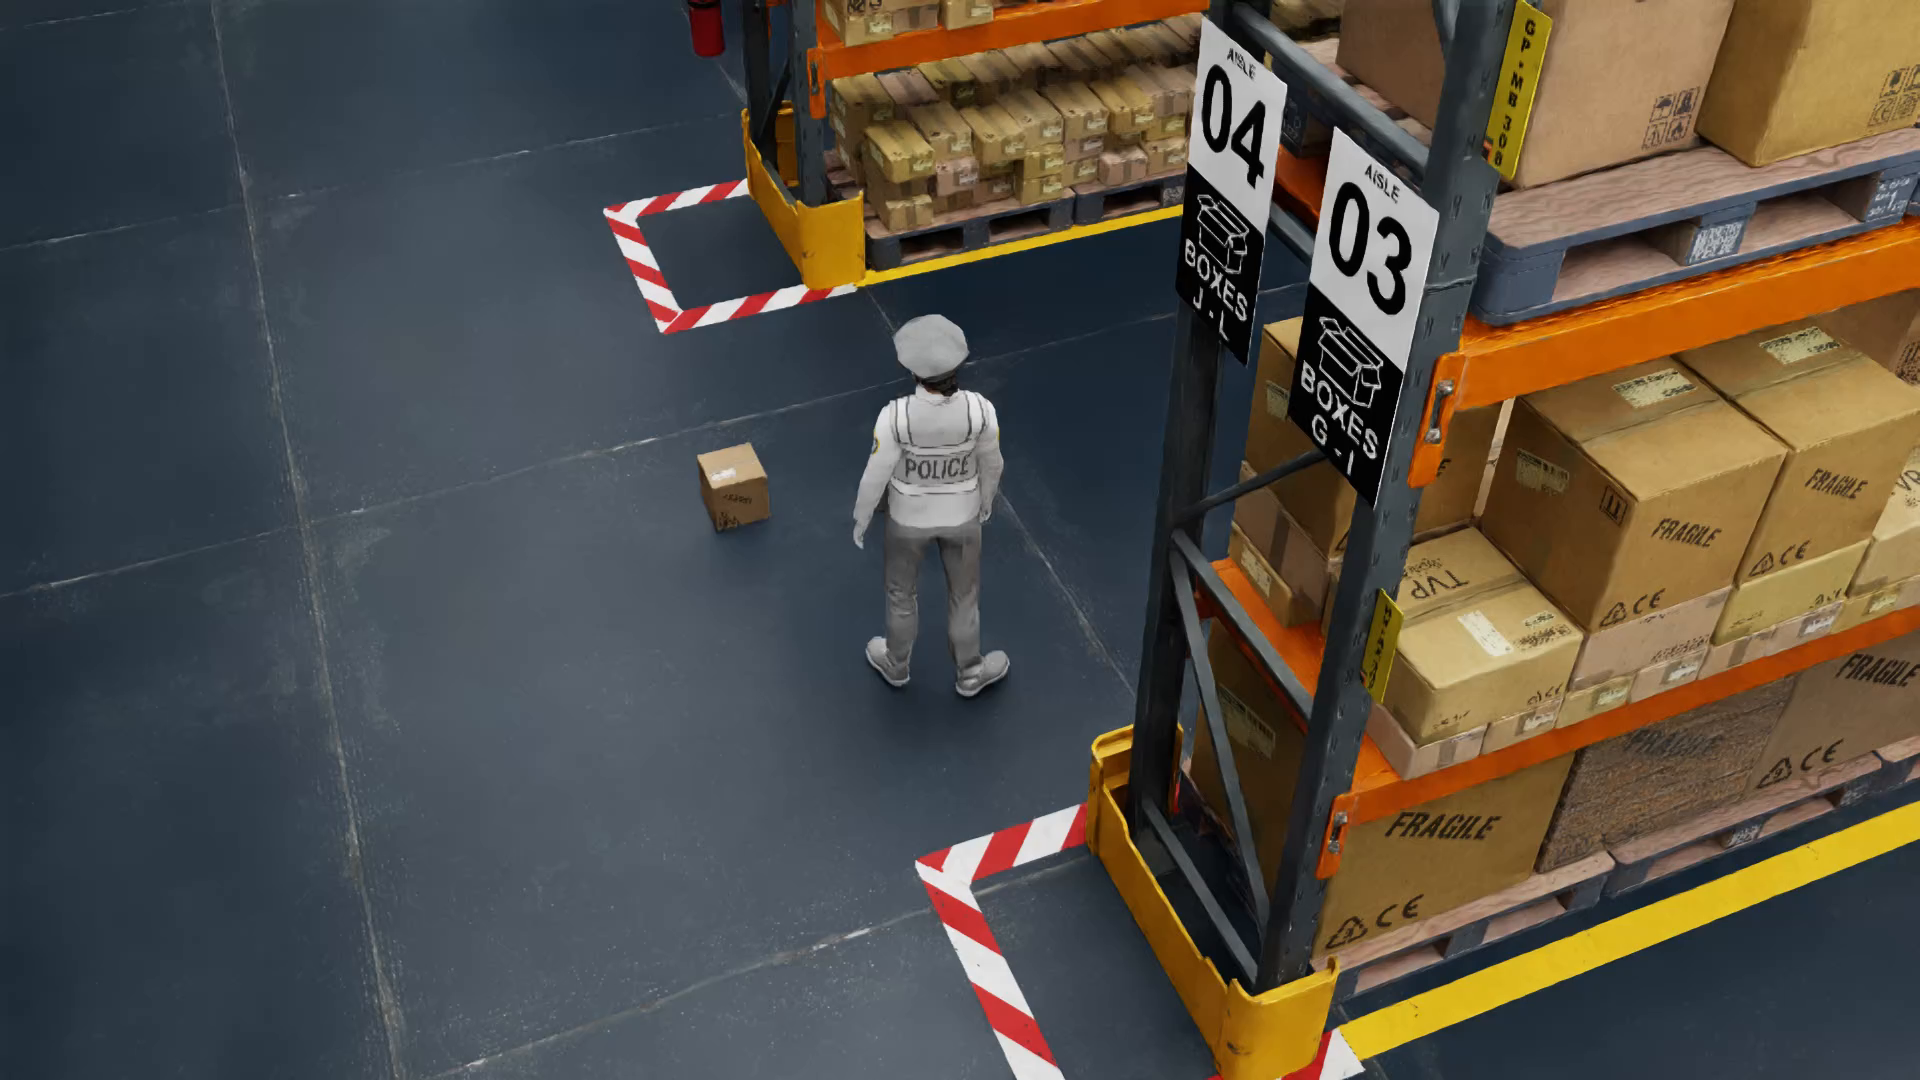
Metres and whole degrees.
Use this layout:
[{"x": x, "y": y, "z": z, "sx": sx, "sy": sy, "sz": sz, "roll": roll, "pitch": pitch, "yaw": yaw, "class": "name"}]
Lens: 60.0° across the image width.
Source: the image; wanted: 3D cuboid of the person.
[{"x": -0.100, "y": -0.095, "z": 6.218, "sx": 0.602, "sy": 1.688, "sz": 0.360, "roll": -4, "pitch": 42, "yaw": -5, "class": "person"}]
